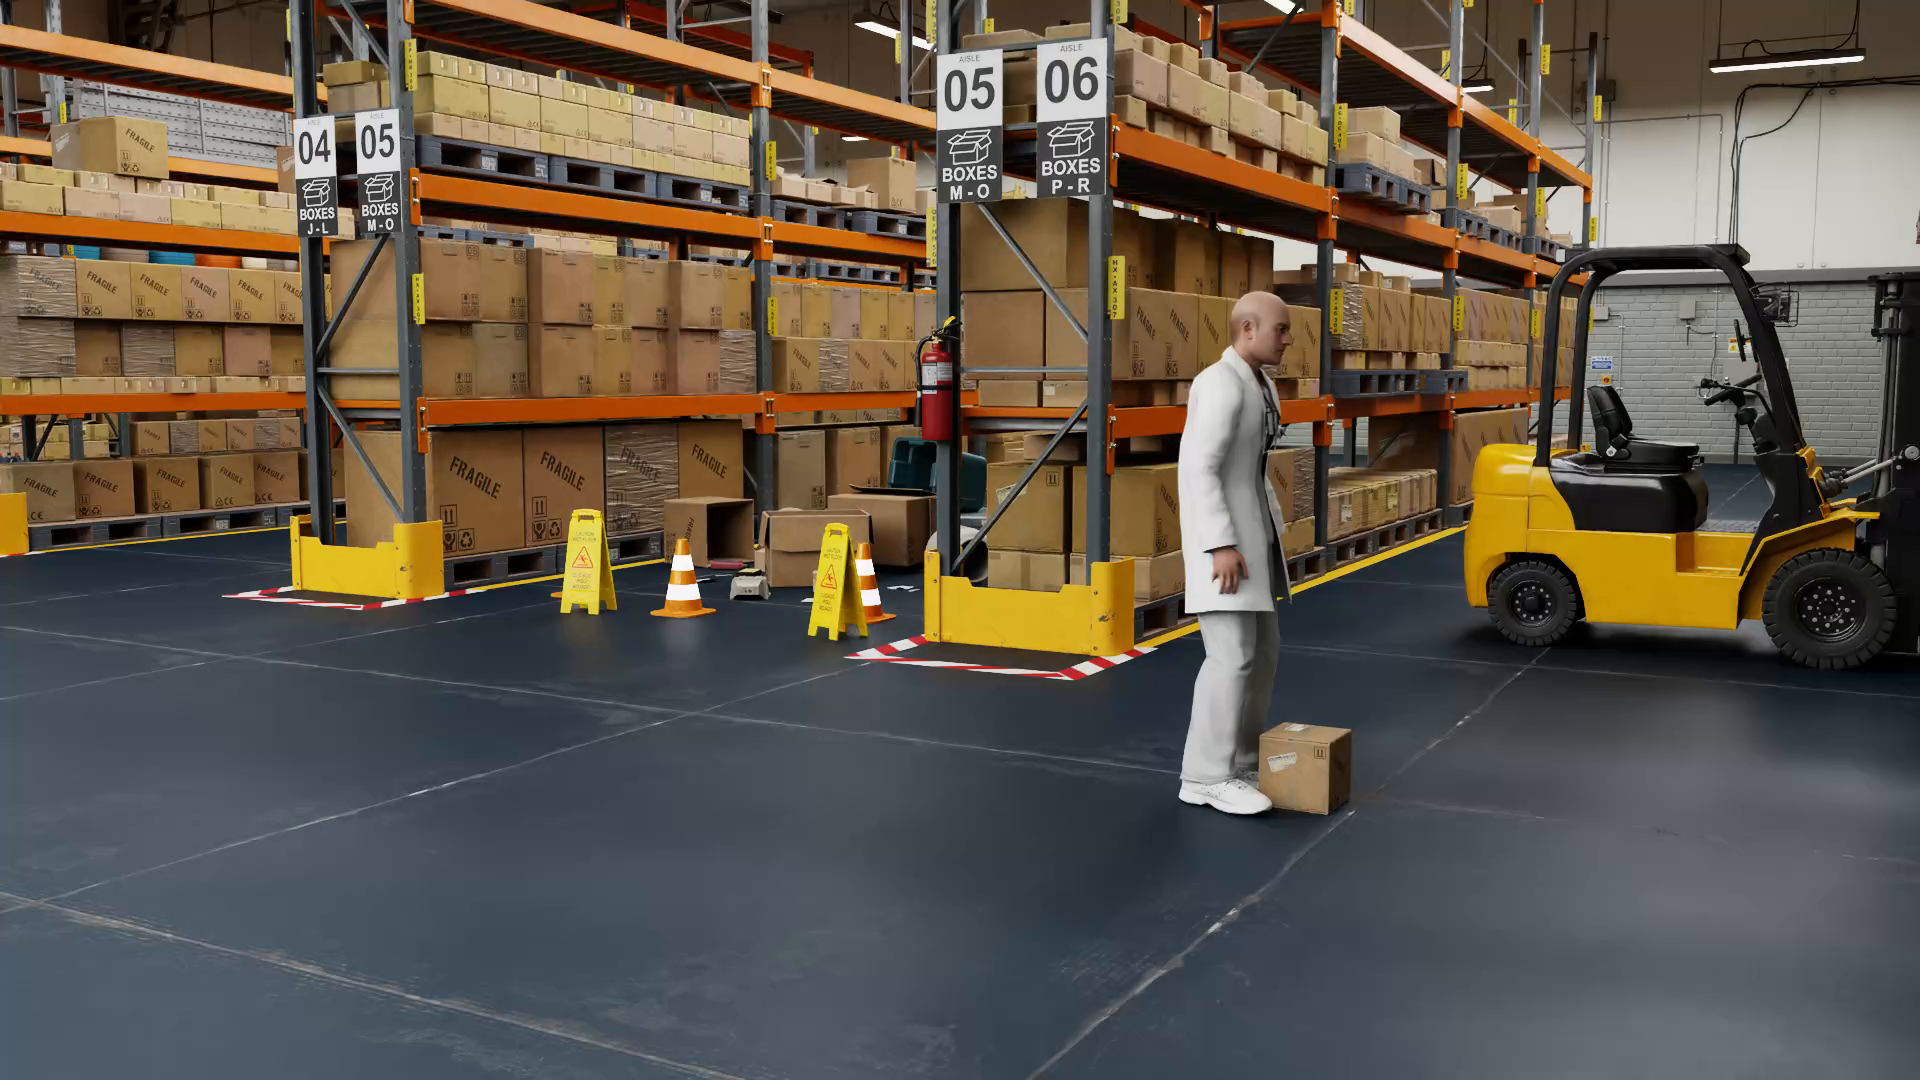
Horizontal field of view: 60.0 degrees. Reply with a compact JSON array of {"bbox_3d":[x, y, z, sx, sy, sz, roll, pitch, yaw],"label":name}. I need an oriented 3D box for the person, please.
[{"bbox_3d":[0.984,0.024,5.831,0.422,1.775,0.642,3,7,29],"label":"person"}]
